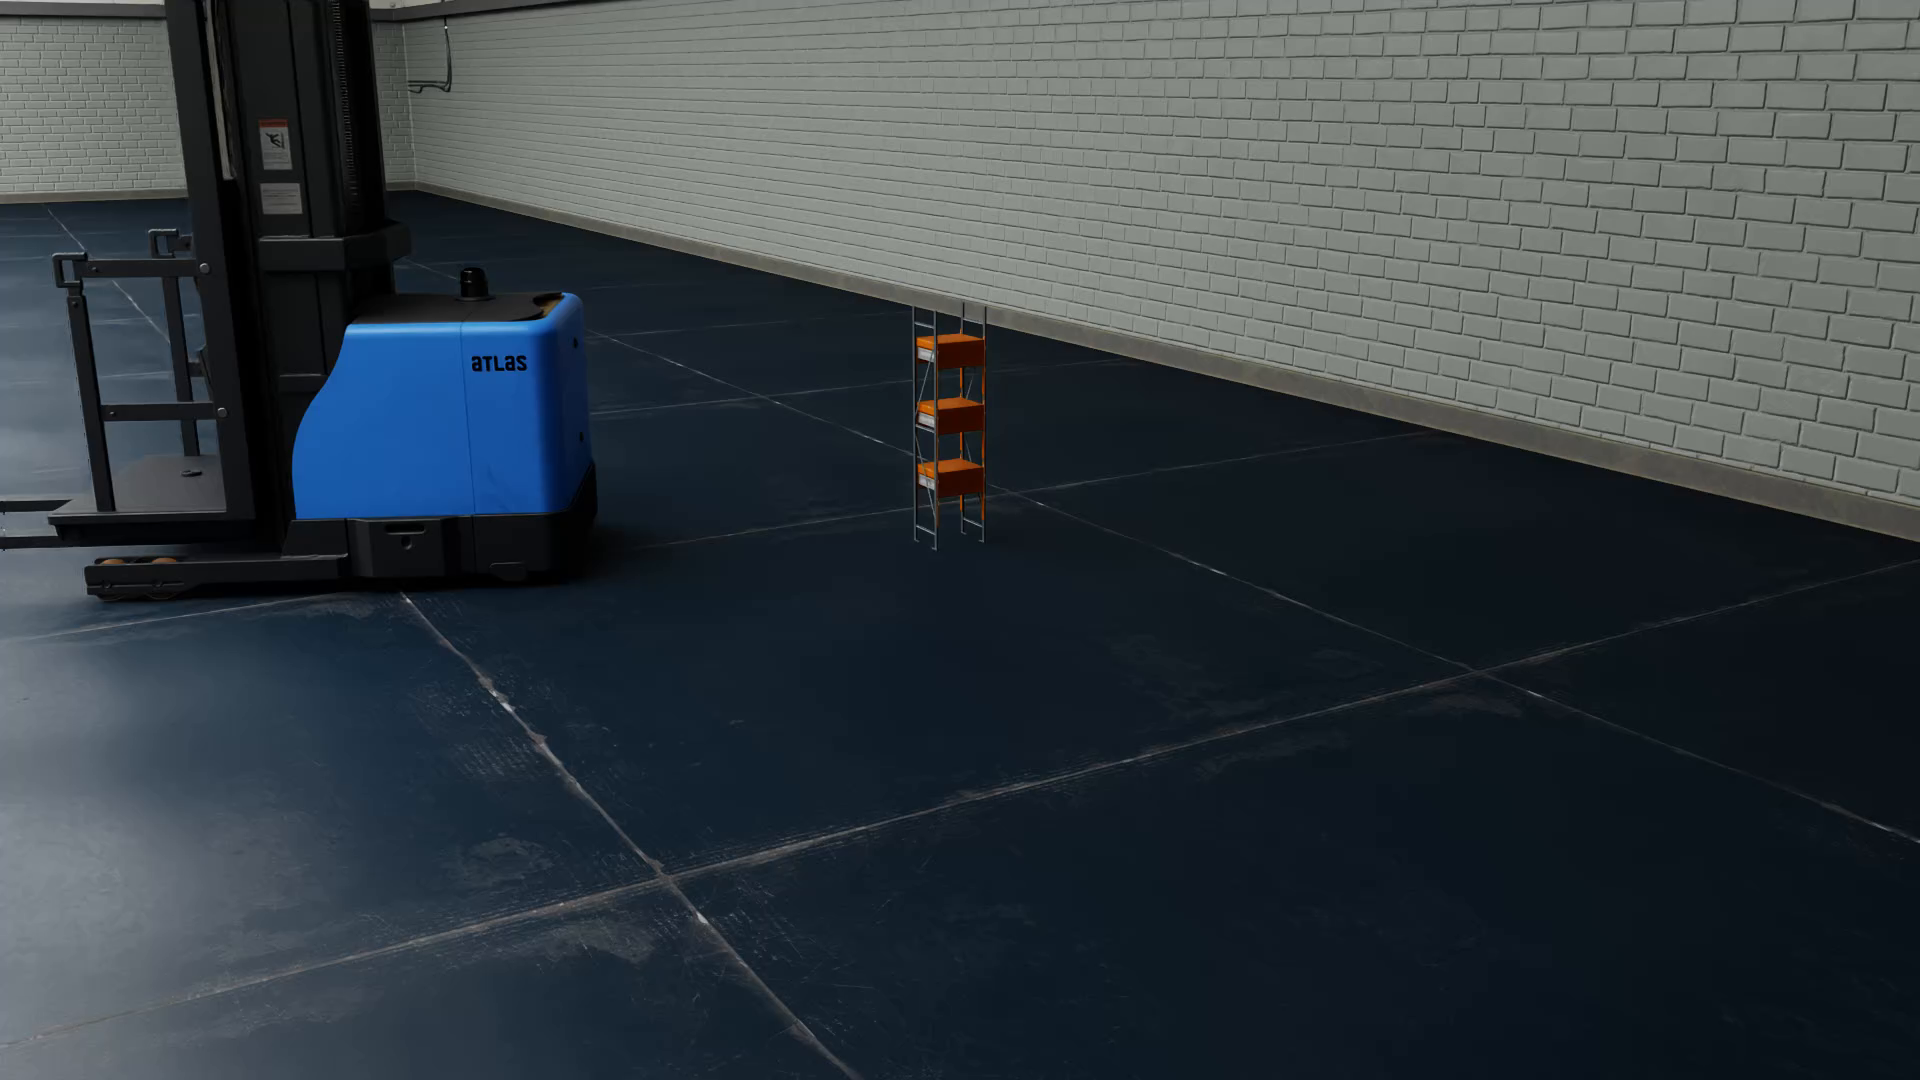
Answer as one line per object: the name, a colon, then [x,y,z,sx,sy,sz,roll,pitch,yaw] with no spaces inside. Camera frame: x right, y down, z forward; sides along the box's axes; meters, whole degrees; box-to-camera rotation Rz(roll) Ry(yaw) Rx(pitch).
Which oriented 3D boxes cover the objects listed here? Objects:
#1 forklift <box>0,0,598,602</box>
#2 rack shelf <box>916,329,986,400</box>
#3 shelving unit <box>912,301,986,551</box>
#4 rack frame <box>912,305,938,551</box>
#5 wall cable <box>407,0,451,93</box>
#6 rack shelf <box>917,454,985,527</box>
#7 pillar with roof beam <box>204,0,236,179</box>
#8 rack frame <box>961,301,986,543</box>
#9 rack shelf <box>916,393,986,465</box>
forklift: [-3.128,-1.318,6.712,3.031,2.935,1.130,-2,16,-6]
rack shelf: [-0.046,-0.761,7.199,0.240,0.259,0.215,-9,18,-30]
shelving unit: [-0.046,-0.498,7.272,0.252,1.050,0.215,-9,18,-30]
rack frame: [-0.150,-0.481,7.212,0.008,1.050,0.200,-9,18,-30]
wall cable: [-9.058,-8.801,27.919,0.112,2.526,3.097,-9,18,-30]
rack shelf: [-0.046,-0.220,7.350,0.240,0.259,0.215,-9,18,-30]
pillar with roof beam: [-10.047,-9.197,23.577,0.400,9.000,9.100,-9,18,-30]
rack frame: [0.059,-0.515,7.333,0.008,1.050,0.200,-9,18,-30]
rack shelf: [-0.046,-0.488,7.275,0.240,0.259,0.215,-9,18,-30]
